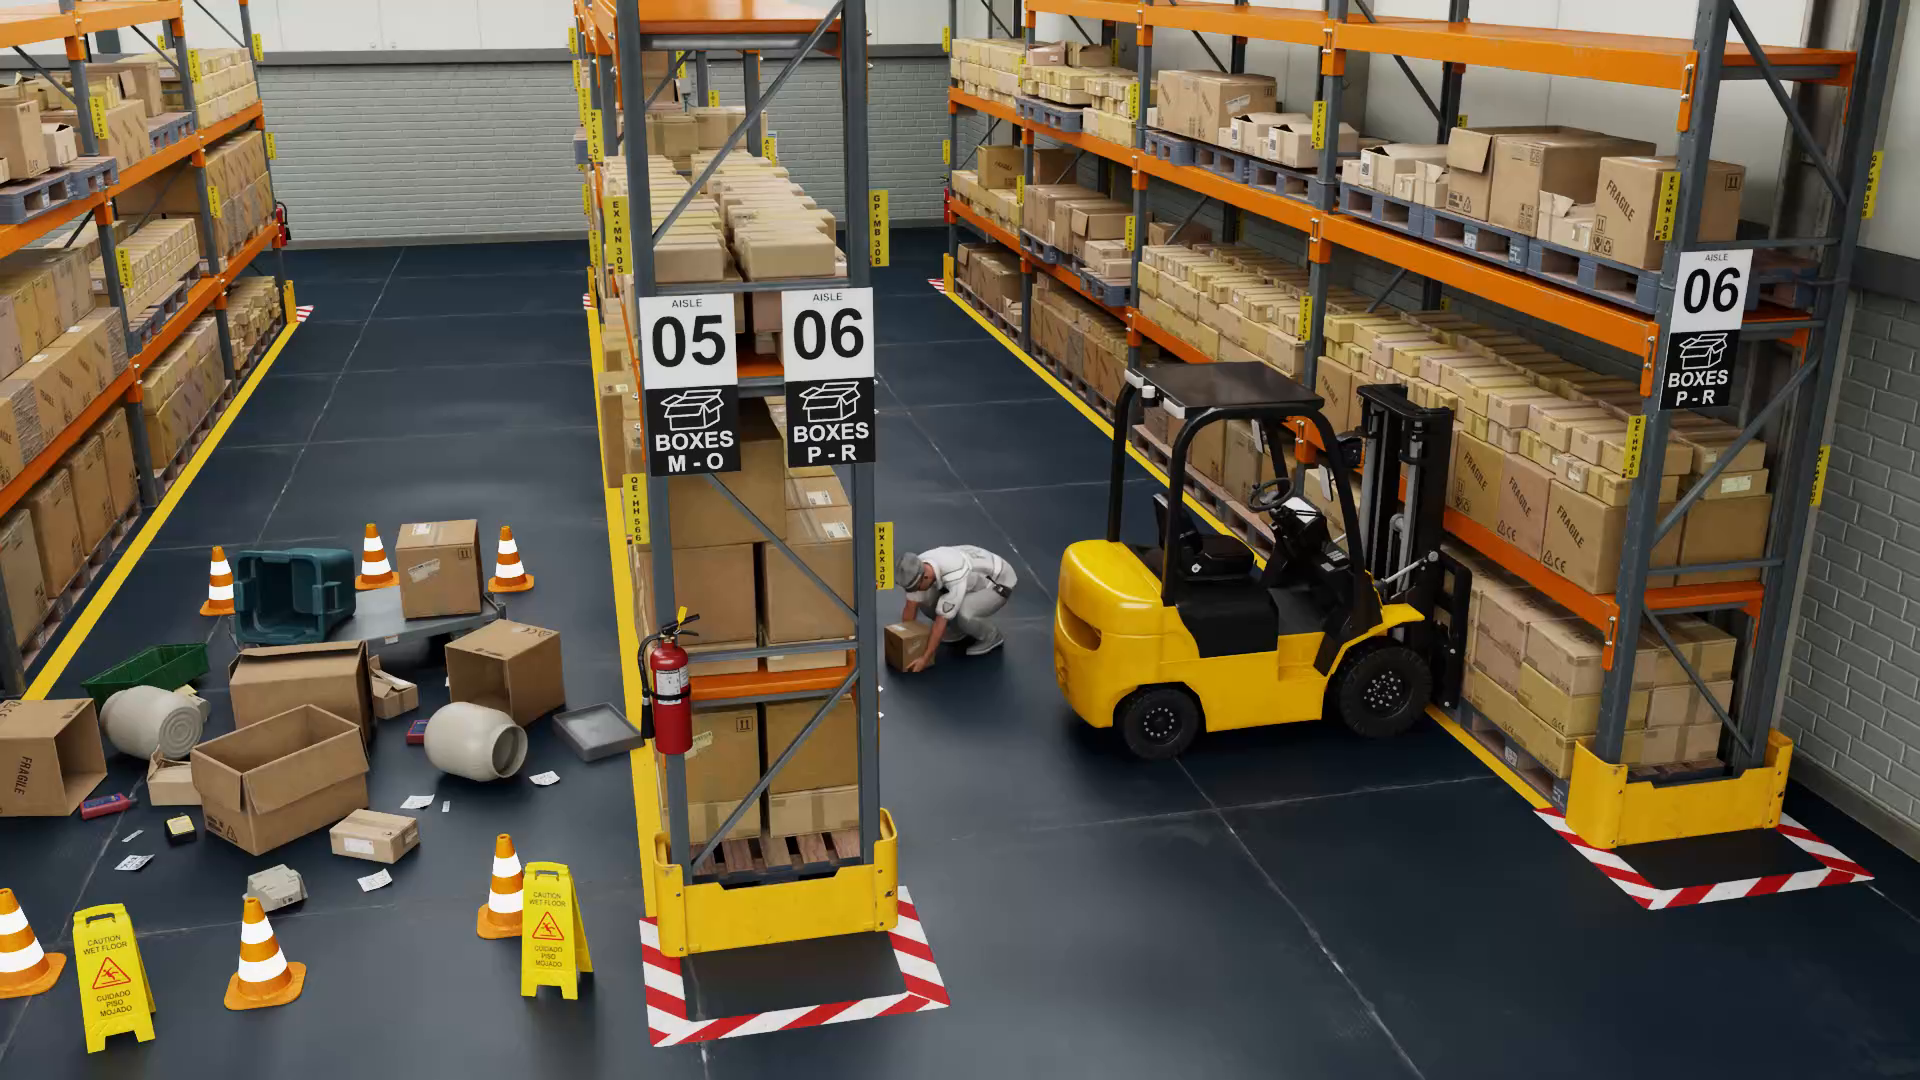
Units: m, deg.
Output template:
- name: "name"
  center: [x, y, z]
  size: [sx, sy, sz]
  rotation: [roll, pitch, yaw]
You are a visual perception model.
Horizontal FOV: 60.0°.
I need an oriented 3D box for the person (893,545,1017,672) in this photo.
- name: "person"
  center: [-0.060, 0.423, 11.406]
  size: [1.000, 0.877, 0.540]
  rotation: [-15, 24, -36]
